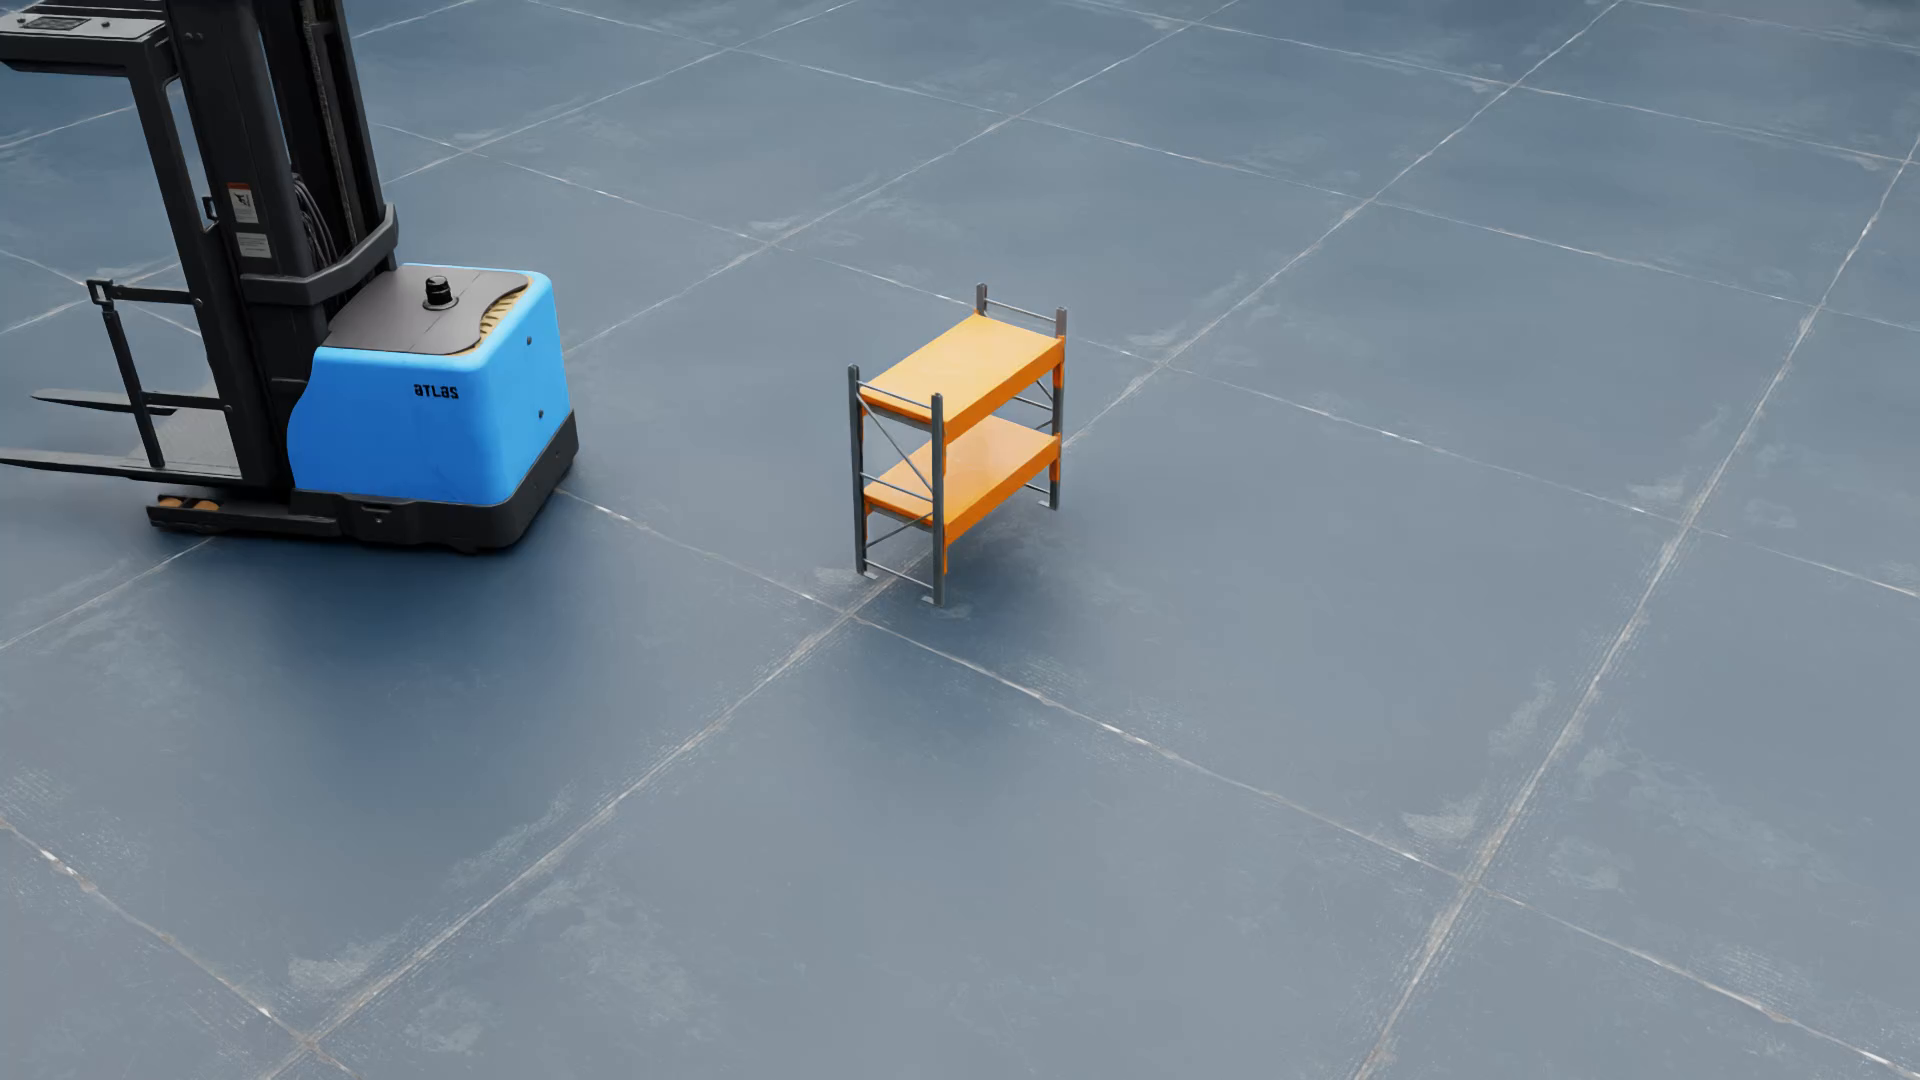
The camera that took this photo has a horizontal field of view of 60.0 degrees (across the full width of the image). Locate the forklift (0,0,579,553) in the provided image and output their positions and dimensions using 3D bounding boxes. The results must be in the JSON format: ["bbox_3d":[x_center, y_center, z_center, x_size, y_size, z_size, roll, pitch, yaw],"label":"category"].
[{"bbox_3d":[-3.587,-1.528,7.893,3.031,2.935,1.130,5,34,7],"label":"forklift"}]

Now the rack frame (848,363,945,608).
[{"bbox_3d":[-0.286,-0.235,7.594,0.500,1.125,0.032,21,39,28],"label":"rack frame"}]

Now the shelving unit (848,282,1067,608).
[{"bbox_3d":[0.004,-0.469,7.939,0.538,1.125,1.048,21,39,28],"label":"shelving unit"}]

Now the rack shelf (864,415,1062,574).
[{"bbox_3d":[0.004,-0.267,8.076,0.538,0.278,1.000,21,39,28],"label":"rack shelf"}]

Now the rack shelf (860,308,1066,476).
[{"bbox_3d":[0.004,-0.712,7.776,0.538,0.278,1.000,21,39,28],"label":"rack shelf"}]

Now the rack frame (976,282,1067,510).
[{"bbox_3d":[0.294,-0.703,8.285,0.500,1.125,0.032,21,39,28],"label":"rack frame"}]
